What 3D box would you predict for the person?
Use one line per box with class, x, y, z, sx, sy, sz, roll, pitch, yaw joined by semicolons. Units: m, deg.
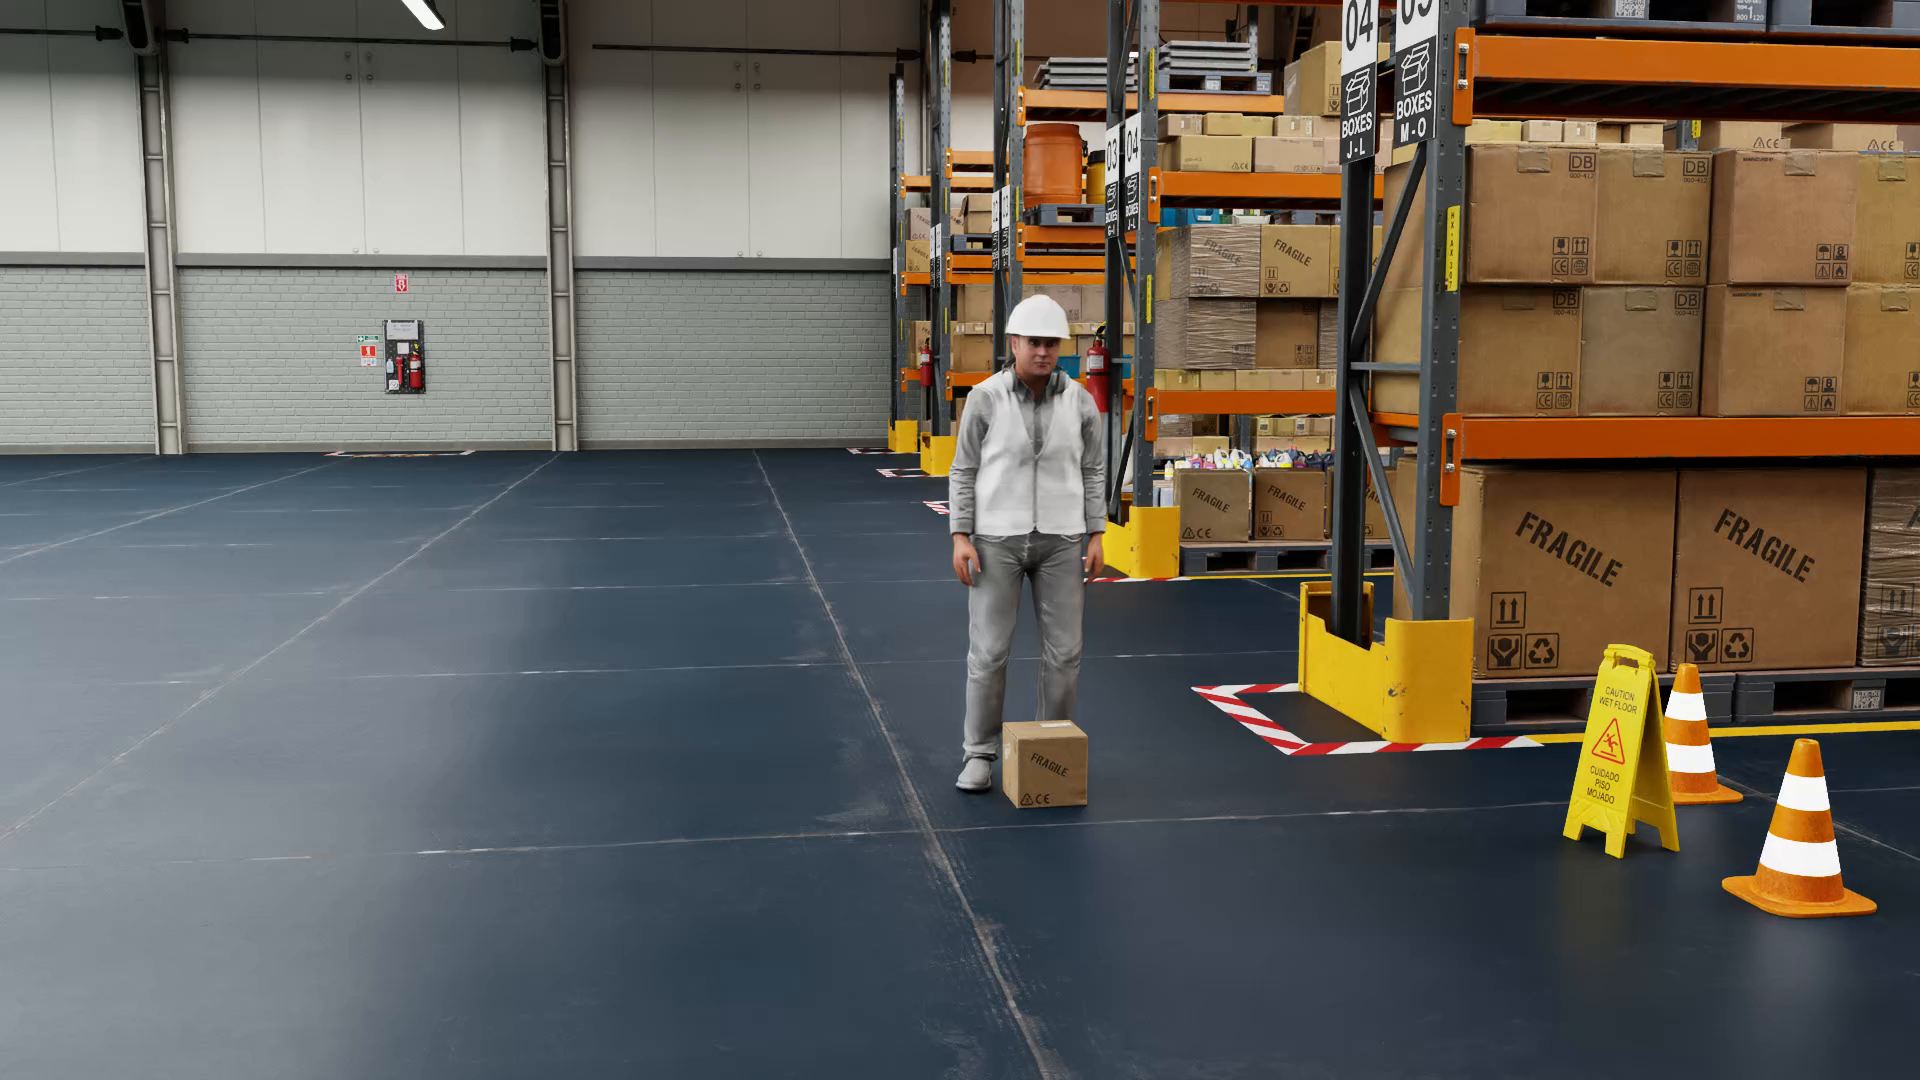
person;0.250;0.006;6.039;0.581;1.771;0.465;-1;7;-9
